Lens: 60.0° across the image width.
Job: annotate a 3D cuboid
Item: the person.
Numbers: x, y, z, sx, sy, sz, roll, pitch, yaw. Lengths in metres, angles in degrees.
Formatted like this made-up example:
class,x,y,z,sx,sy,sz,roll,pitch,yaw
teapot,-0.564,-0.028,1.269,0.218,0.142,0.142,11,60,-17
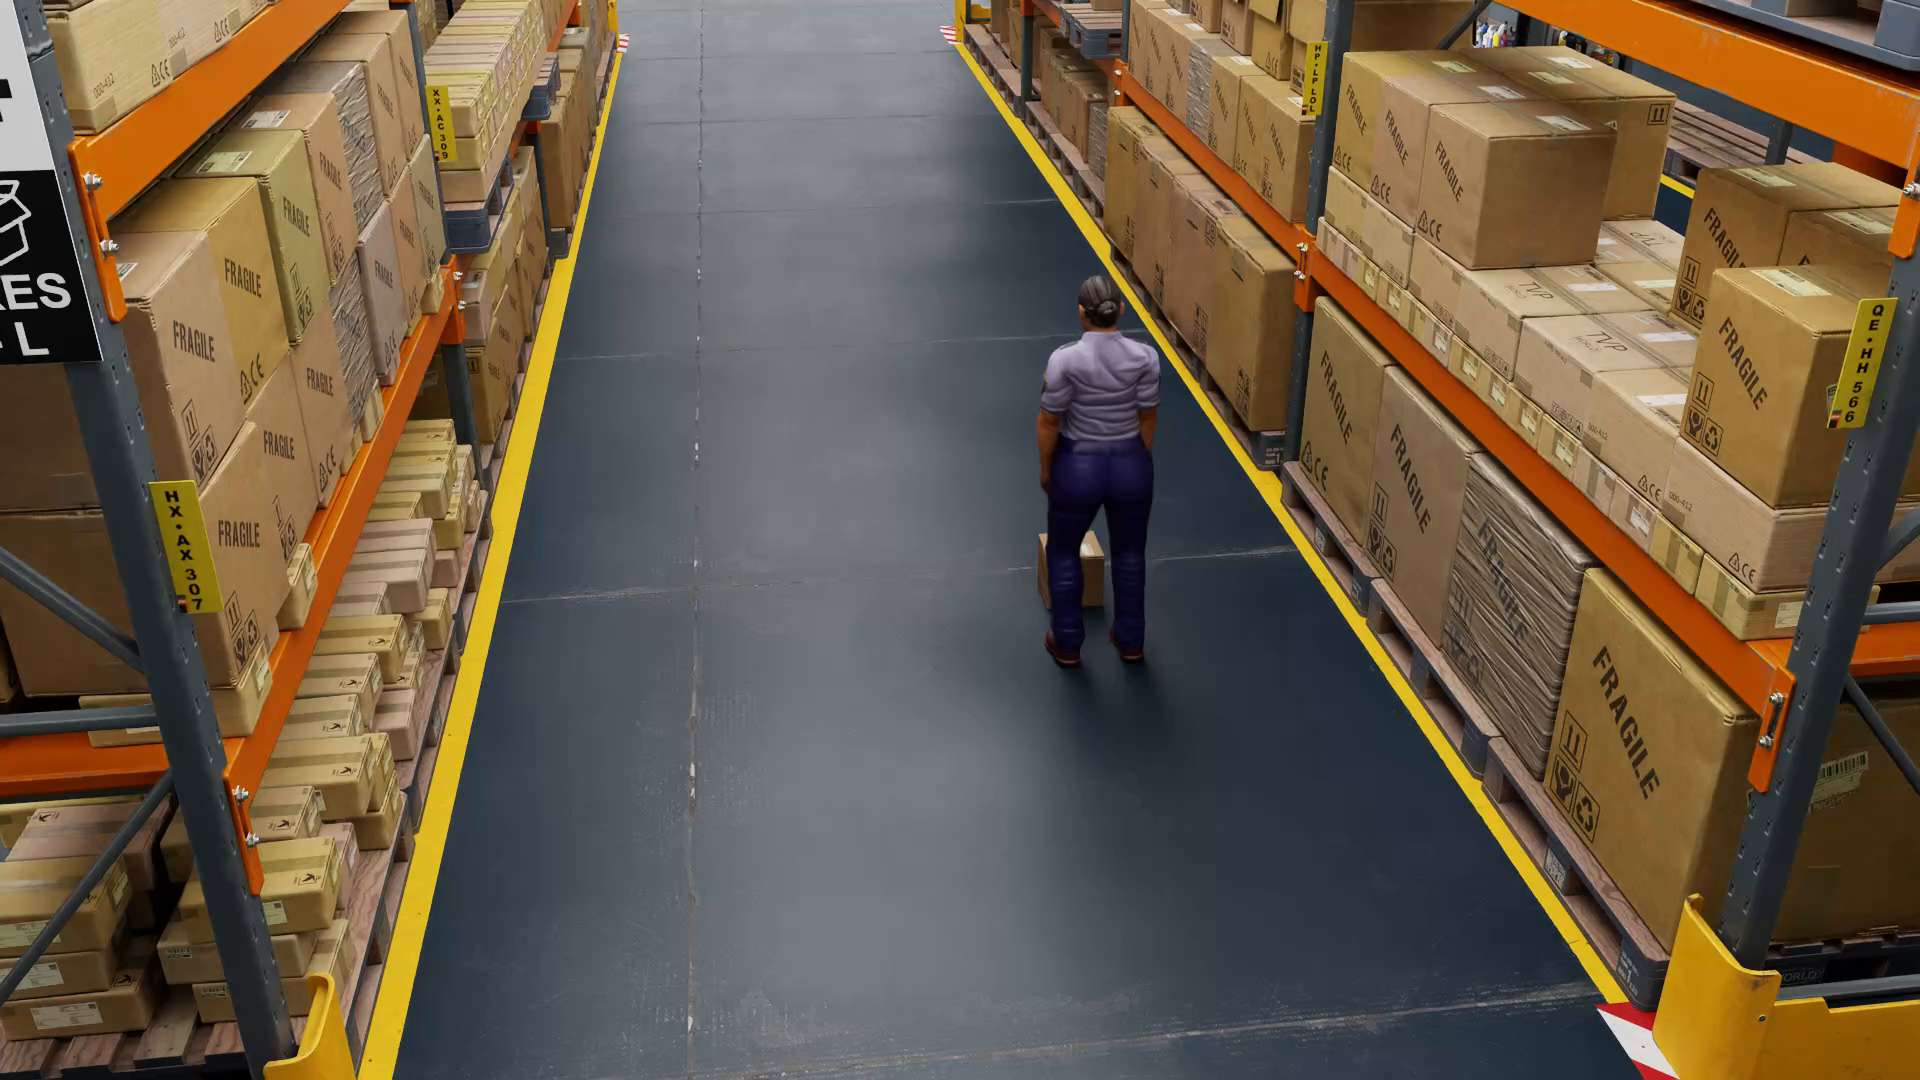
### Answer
class,x,y,z,sx,sy,sz,roll,pitch,yaw
person,0.525,-0.091,6.810,0.541,1.198,0.742,-4,28,-7
